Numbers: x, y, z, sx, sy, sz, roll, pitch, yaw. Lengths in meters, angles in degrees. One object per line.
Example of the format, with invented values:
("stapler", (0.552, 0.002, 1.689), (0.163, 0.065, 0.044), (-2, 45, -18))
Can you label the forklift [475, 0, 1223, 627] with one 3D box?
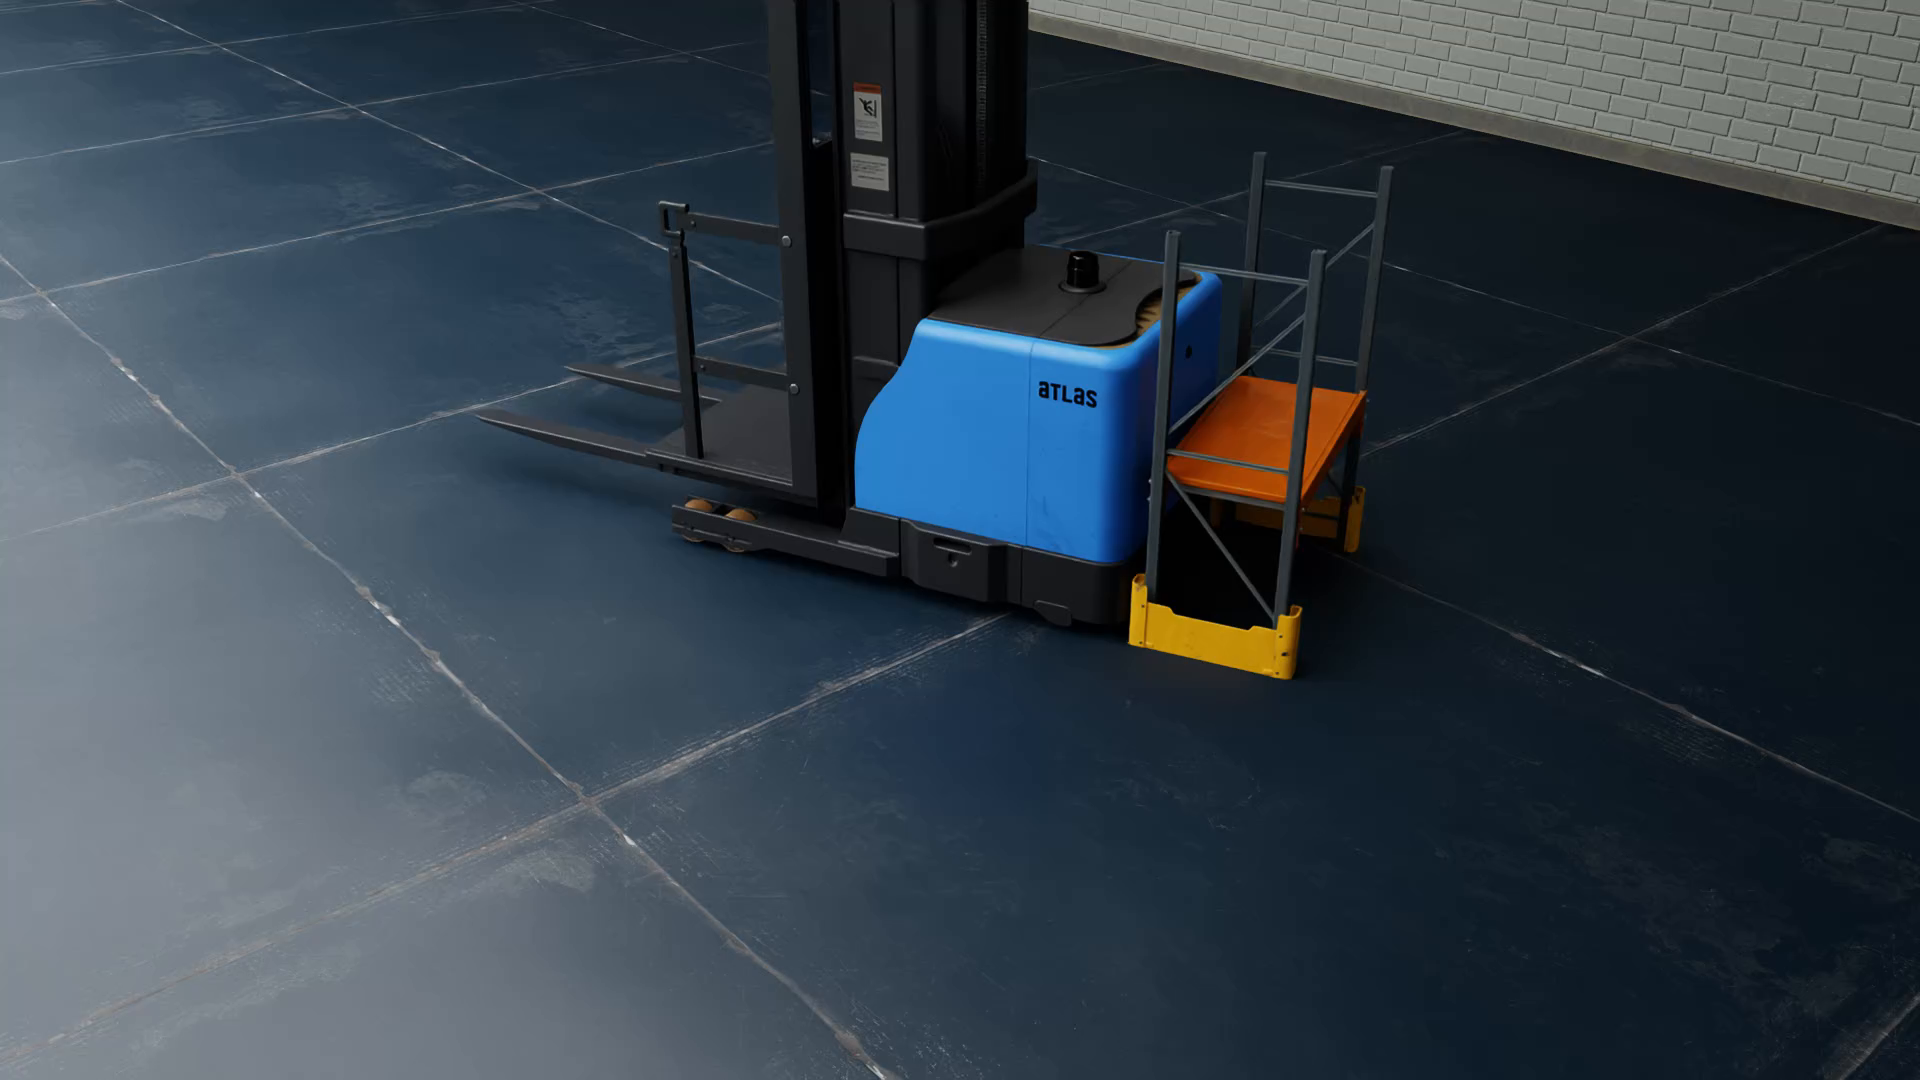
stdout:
("forklift", (-0.565, -1.451, 6.175), (3.031, 2.935, 1.130), (13, 31, 23))

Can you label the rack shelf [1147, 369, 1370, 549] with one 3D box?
("rack shelf", (1.084, -0.314, 5.947), (0.538, 0.185, 1.000), (12, 30, 21))

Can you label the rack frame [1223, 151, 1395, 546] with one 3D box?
("rack frame", (1.293, -0.691, 6.271), (0.500, 1.500, 0.032), (12, 30, 21))

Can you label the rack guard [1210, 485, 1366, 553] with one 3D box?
("rack guard", (1.285, -0.131, 6.550), (0.587, 0.250, 0.087), (12, 30, 21))

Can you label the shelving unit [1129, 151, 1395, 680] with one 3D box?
("shelving unit", (1.081, -0.468, 5.855), (0.587, 1.500, 1.083), (12, 30, 21))

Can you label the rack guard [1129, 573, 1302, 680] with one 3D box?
("rack guard", (0.876, 0.297, 5.749), (0.587, 0.250, 0.087), (12, 30, 21))

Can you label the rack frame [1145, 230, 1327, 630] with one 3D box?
("rack frame", (0.876, -0.254, 5.453), (0.500, 1.500, 0.032), (12, 30, 21))
